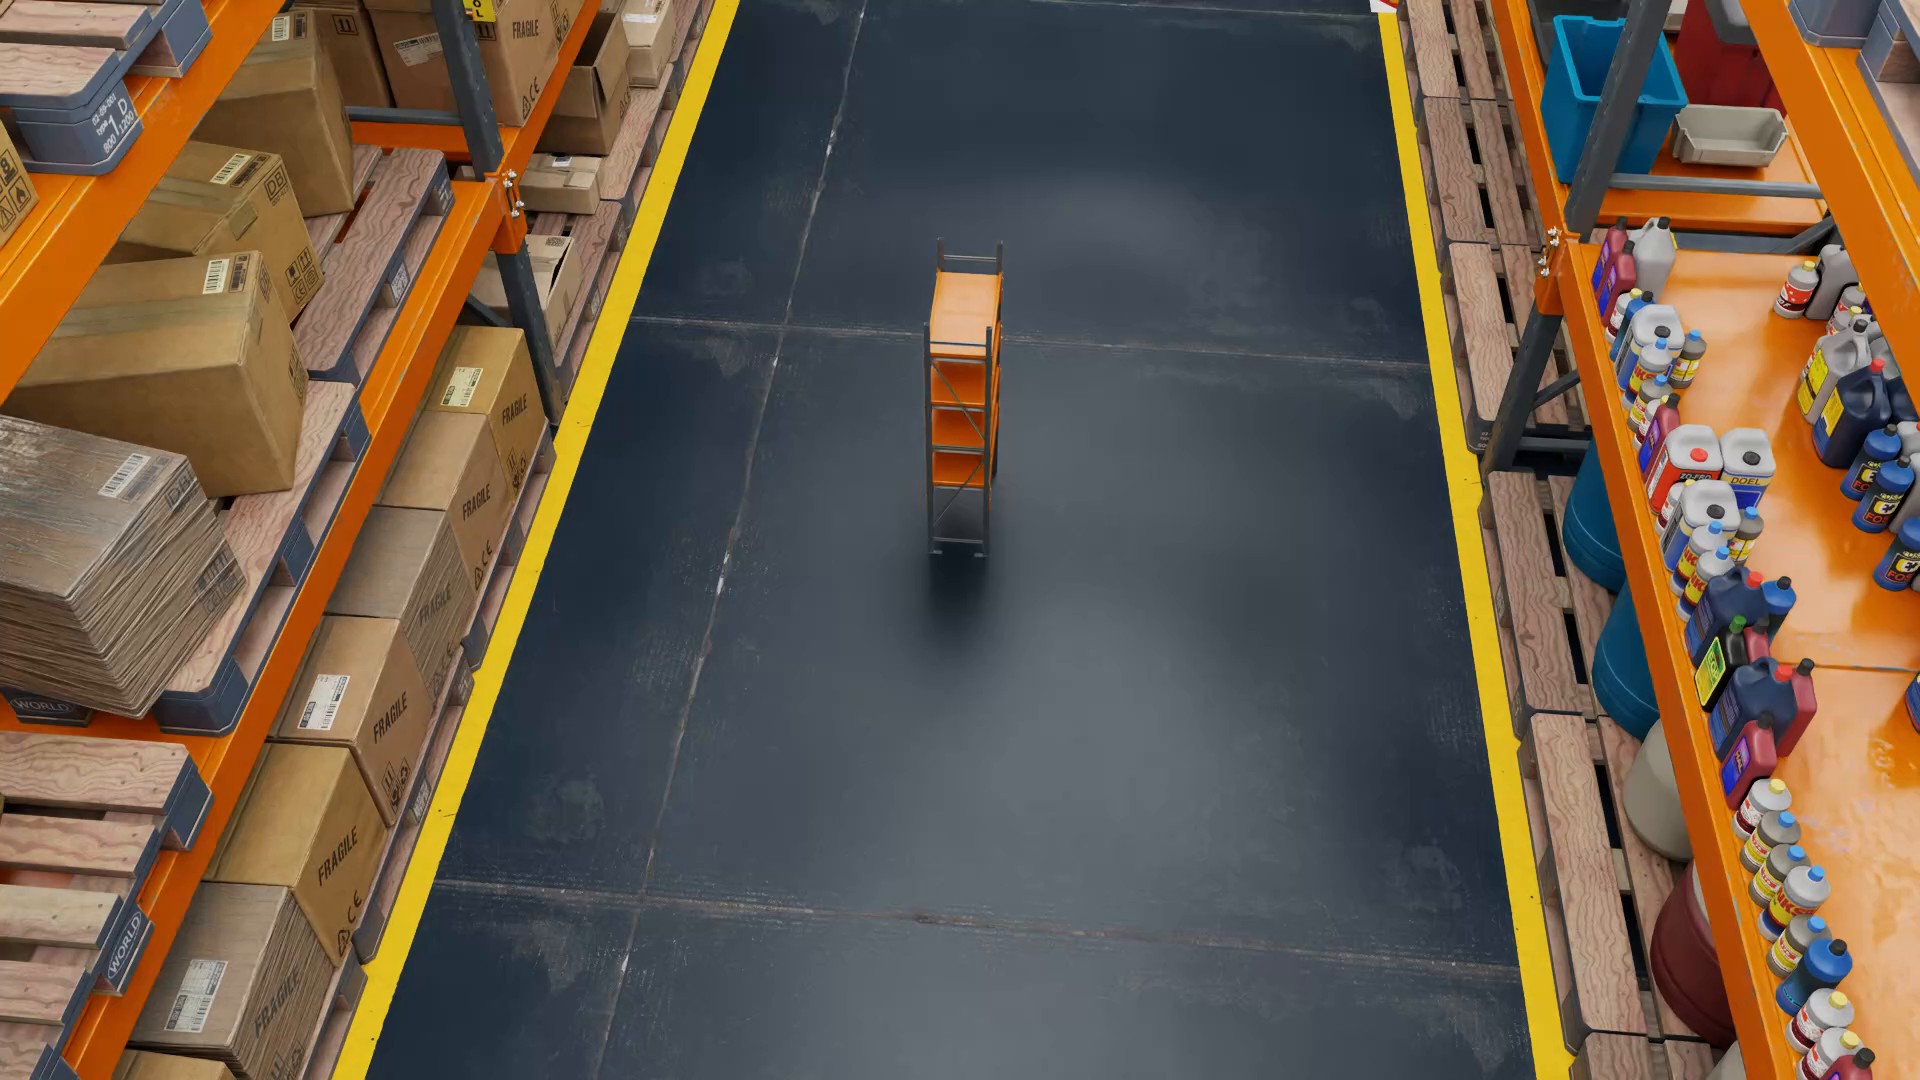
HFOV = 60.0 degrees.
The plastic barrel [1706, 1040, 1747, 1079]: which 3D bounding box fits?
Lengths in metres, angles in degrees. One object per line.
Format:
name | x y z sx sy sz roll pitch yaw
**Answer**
plastic barrel | 2.323 1.612 4.671 0.421 0.512 0.421 0 48 0

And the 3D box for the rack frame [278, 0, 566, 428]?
rack frame | -2.235 -1.580 6.188 1.000 3.000 0.127 4 48 4

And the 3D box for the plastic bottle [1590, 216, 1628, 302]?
plastic bottle | 2.239 -0.964 5.704 0.061 0.283 0.133 4 48 4

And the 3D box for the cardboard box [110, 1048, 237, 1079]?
cardboard box | -2.274 1.739 4.548 0.500 0.500 0.500 6 48 5

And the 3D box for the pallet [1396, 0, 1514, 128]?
pallet | 2.948 -2.639 9.047 1.003 0.211 1.213 4 48 4

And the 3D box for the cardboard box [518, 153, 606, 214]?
cardboard box | -1.913 -1.702 7.922 0.380 0.166 0.250 4 48 4

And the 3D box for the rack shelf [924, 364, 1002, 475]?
rack shelf | 0.015 -0.481 6.494 0.258 0.148 0.480 4 48 4

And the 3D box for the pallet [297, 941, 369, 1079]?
pallet | -2.494 1.754 5.028 1.003 0.211 1.213 4 48 4

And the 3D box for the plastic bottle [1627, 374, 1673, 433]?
plastic bottle | 2.196 -0.439 5.279 0.097 0.201 0.097 0 48 0

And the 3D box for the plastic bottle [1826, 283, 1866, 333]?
plastic bottle | 3.000 -0.779 5.590 0.097 0.201 0.097 0 48 0

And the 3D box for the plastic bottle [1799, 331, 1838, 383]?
plastic bottle | 2.824 -0.592 5.419 0.097 0.201 0.097 0 48 0

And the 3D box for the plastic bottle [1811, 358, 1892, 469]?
plastic bottle | 2.779 -0.404 5.146 0.144 0.351 0.185 4 48 4

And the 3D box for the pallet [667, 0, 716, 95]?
pallet | -1.949 -2.936 9.319 1.003 0.211 1.213 4 48 4

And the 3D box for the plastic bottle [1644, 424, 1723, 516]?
plastic bottle | 2.191 -0.207 5.017 0.152 0.276 0.135 4 48 4

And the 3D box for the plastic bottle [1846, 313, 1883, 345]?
plastic bottle | 2.950 -0.622 5.397 0.152 0.276 0.135 4 48 4

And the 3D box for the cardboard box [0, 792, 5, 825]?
cardboard box | -2.654 0.714 3.738 0.700 0.500 0.500 -11 48 -10

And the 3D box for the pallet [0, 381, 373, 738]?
pallet | -2.427 -0.005 4.878 1.003 0.211 1.213 4 48 4

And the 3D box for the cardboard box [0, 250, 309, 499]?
cardboard box | -2.335 -0.453 4.805 0.700 0.500 0.500 -7 48 -6

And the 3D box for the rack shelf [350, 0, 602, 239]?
rack shelf | -2.053 -2.807 7.798 1.077 0.370 4.000 4 48 4

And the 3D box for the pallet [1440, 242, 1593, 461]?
pallet | 2.726 -0.846 7.407 1.003 0.211 1.213 4 48 4

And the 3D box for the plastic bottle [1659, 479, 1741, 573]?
plastic bottle | 2.170 -0.037 4.861 0.152 0.276 0.135 4 48 4

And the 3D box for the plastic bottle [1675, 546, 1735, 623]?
plastic bottle | 2.123 0.120 4.721 0.097 0.271 0.097 0 48 0

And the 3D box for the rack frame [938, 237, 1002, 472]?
rack frame | 0.037 -0.706 6.608 0.240 1.200 0.015 4 48 4

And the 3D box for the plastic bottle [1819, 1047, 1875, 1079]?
plastic bottle | 1.966 1.239 3.689 0.061 0.283 0.133 4 48 4

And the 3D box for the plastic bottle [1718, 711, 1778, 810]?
plastic bottle | 2.049 0.569 4.302 0.061 0.283 0.133 4 48 4

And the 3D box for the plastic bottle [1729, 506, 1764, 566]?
plastic bottle | 2.296 -0.017 4.893 0.097 0.201 0.097 0 48 0

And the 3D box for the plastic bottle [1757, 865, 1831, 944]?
plastic bottle | 2.030 0.873 4.032 0.097 0.271 0.097 0 48 0

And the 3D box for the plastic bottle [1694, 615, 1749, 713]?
plastic bottle | 2.078 0.335 4.516 0.061 0.283 0.133 4 48 4

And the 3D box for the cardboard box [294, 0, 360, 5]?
cardboard box | -2.447 -2.340 6.138 0.500 0.500 0.500 4 48 4

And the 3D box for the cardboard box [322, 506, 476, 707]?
cardboard box | -2.094 0.228 5.930 0.500 0.500 0.500 4 48 4

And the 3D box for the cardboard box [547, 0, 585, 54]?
cardboard box | -1.874 -2.346 6.821 0.500 0.500 0.500 5 48 4

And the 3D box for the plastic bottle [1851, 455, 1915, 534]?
plastic bottle | 2.766 -0.146 4.964 0.097 0.271 0.097 0 48 0

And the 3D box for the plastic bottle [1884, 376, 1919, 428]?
plastic bottle | 2.923 -0.394 5.137 0.144 0.351 0.185 4 48 4

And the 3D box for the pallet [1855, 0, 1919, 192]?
pallet | 2.623 -0.777 3.549 1.003 0.211 1.213 4 48 4

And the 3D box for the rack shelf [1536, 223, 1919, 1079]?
rack shelf | 2.515 0.468 4.802 1.077 0.370 4.000 4 48 4

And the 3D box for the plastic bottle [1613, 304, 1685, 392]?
plastic bottle | 2.242 -0.619 5.393 0.152 0.276 0.135 4 48 4

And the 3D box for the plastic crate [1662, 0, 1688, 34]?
plastic crate | 3.020 -2.334 6.918 0.437 0.282 0.530 4 48 4

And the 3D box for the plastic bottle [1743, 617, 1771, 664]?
plastic bottle | 2.139 0.339 4.512 0.061 0.283 0.133 4 48 4

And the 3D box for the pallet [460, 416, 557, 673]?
pallet | -2.272 -0.039 6.668 1.003 0.211 1.213 4 48 4

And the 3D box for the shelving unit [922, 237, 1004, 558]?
shelving unit | 0.015 -0.527 6.444 0.258 1.200 0.503 4 48 4

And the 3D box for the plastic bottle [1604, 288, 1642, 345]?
plastic bottle | 2.235 -0.752 5.566 0.097 0.201 0.097 0 48 0

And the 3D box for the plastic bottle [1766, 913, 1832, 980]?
plastic bottle | 2.021 0.969 3.992 0.097 0.201 0.097 0 48 0

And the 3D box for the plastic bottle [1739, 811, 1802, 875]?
plastic bottle | 2.048 0.754 4.188 0.097 0.201 0.097 0 48 0

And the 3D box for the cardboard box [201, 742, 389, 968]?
cardboard box | -2.181 0.986 5.237 0.500 0.500 0.500 3 48 3

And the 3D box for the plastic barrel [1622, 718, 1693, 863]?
plastic barrel | 2.426 0.782 5.430 0.421 0.512 0.421 0 48 0

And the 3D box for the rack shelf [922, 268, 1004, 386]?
rack shelf | 0.015 -0.792 6.154 0.258 0.148 0.480 4 48 4

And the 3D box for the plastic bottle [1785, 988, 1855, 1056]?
plastic bottle | 2.003 1.112 3.861 0.097 0.201 0.097 0 48 0

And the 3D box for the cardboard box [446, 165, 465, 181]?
cardboard box | -2.466 -1.323 7.349 0.500 0.500 0.500 4 48 4

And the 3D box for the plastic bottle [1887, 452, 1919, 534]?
plastic bottle | 2.892 -0.153 4.967 0.152 0.276 0.135 4 48 4

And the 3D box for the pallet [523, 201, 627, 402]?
pallet | -2.172 -1.143 7.679 1.003 0.211 1.213 4 48 4

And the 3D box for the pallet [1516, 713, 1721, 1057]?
pallet | 2.477 1.160 5.572 1.003 0.211 1.213 4 48 4

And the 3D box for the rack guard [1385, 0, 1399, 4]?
rack guard | 3.051 -3.358 9.509 1.175 0.500 0.348 4 48 4

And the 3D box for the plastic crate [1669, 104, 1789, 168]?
plastic crate | 2.882 -1.508 6.260 0.396 0.136 0.243 4 48 4

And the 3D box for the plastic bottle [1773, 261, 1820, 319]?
plastic bottle | 2.857 -0.860 5.665 0.097 0.201 0.097 0 48 0

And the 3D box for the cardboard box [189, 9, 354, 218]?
cardboard box | -2.501 -1.422 5.692 0.700 0.500 0.500 -11 48 -10

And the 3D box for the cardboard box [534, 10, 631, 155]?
cardboard box | -2.069 -2.267 8.210 0.797 0.503 0.637 4 48 4

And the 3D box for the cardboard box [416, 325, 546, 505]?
cardboard box | -1.995 -0.503 6.599 0.500 0.500 0.500 4 48 3

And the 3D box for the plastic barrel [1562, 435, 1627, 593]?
plastic barrel | 2.631 -0.279 6.136 0.600 0.901 0.708 4 48 4

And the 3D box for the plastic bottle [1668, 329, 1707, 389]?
plastic bottle | 2.368 -0.599 5.426 0.097 0.201 0.097 0 48 0

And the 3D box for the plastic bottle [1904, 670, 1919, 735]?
plastic bottle | 2.675 0.368 4.440 0.144 0.351 0.185 4 48 4
